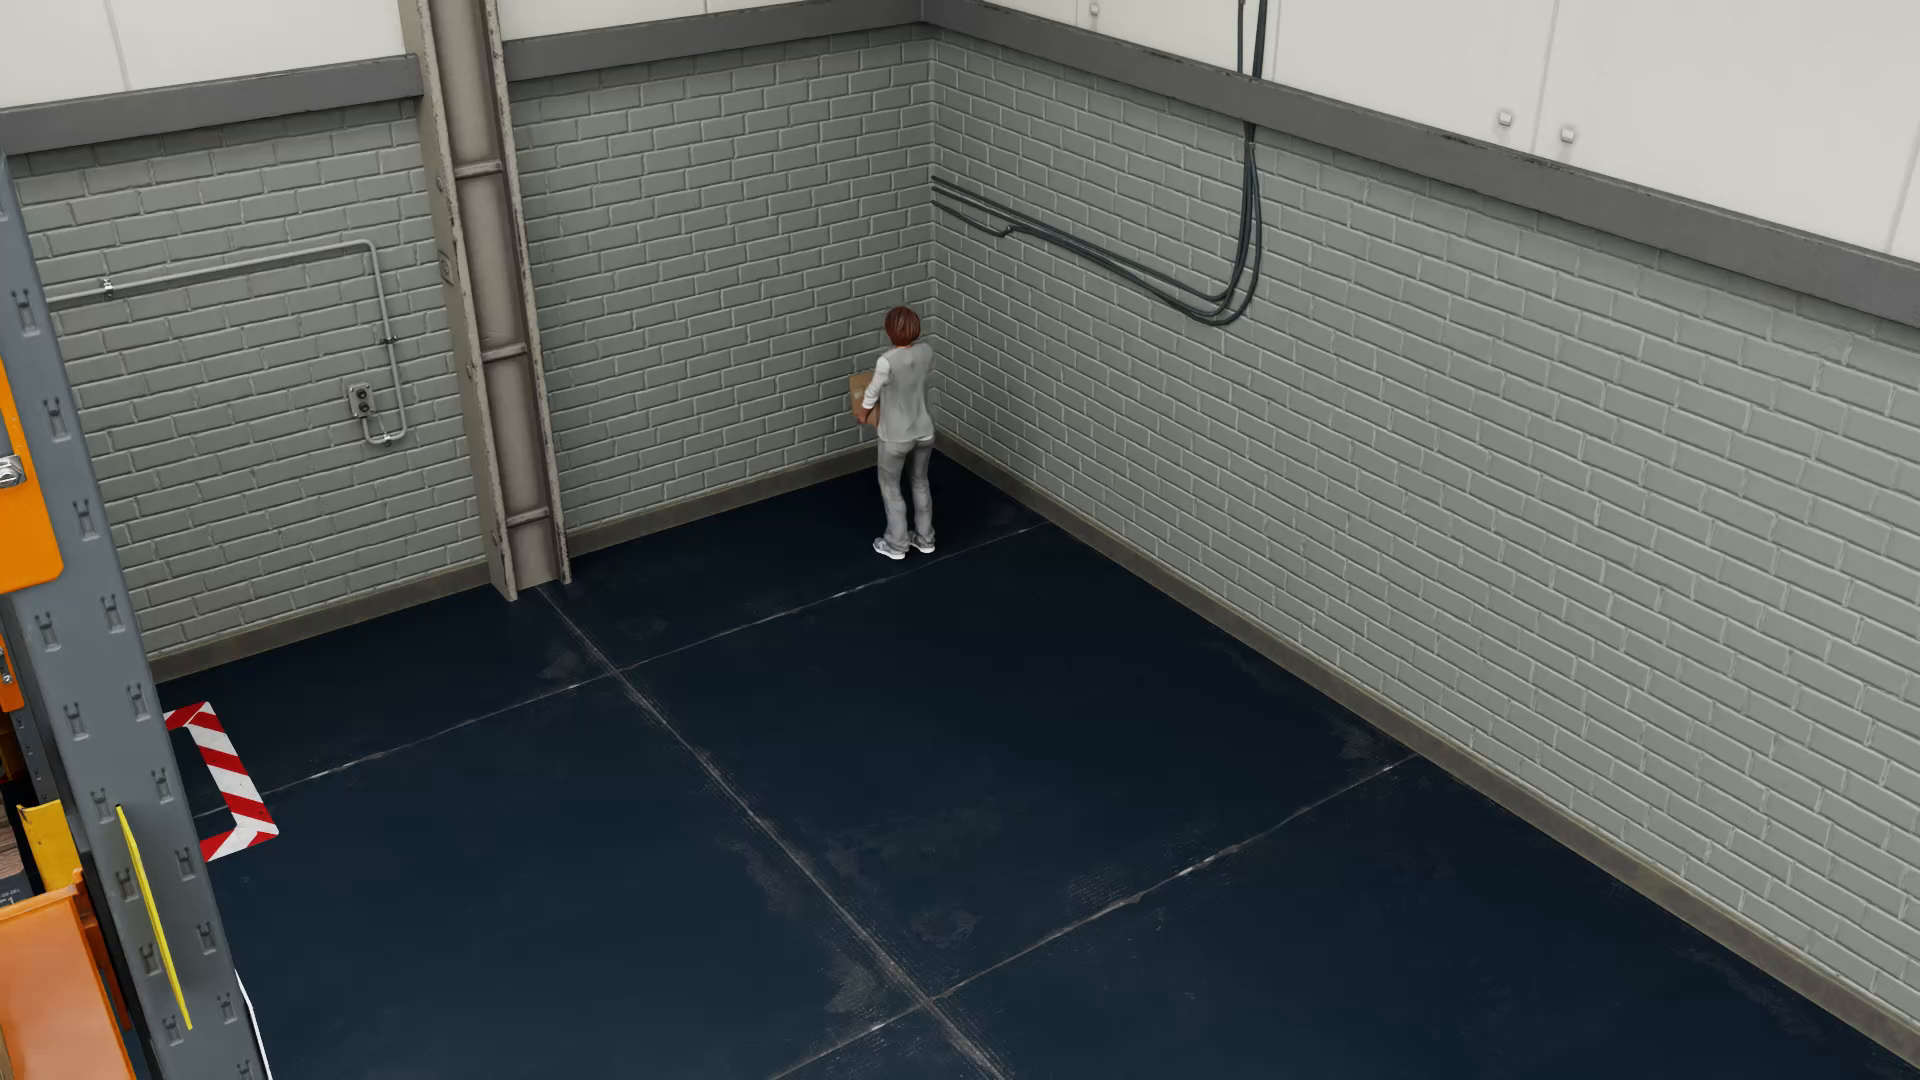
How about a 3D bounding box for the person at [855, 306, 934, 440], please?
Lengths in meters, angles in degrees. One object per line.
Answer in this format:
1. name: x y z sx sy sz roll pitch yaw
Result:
1. person: -0.376 -0.998 9.623 0.375 0.788 0.492 -19 34 -31
